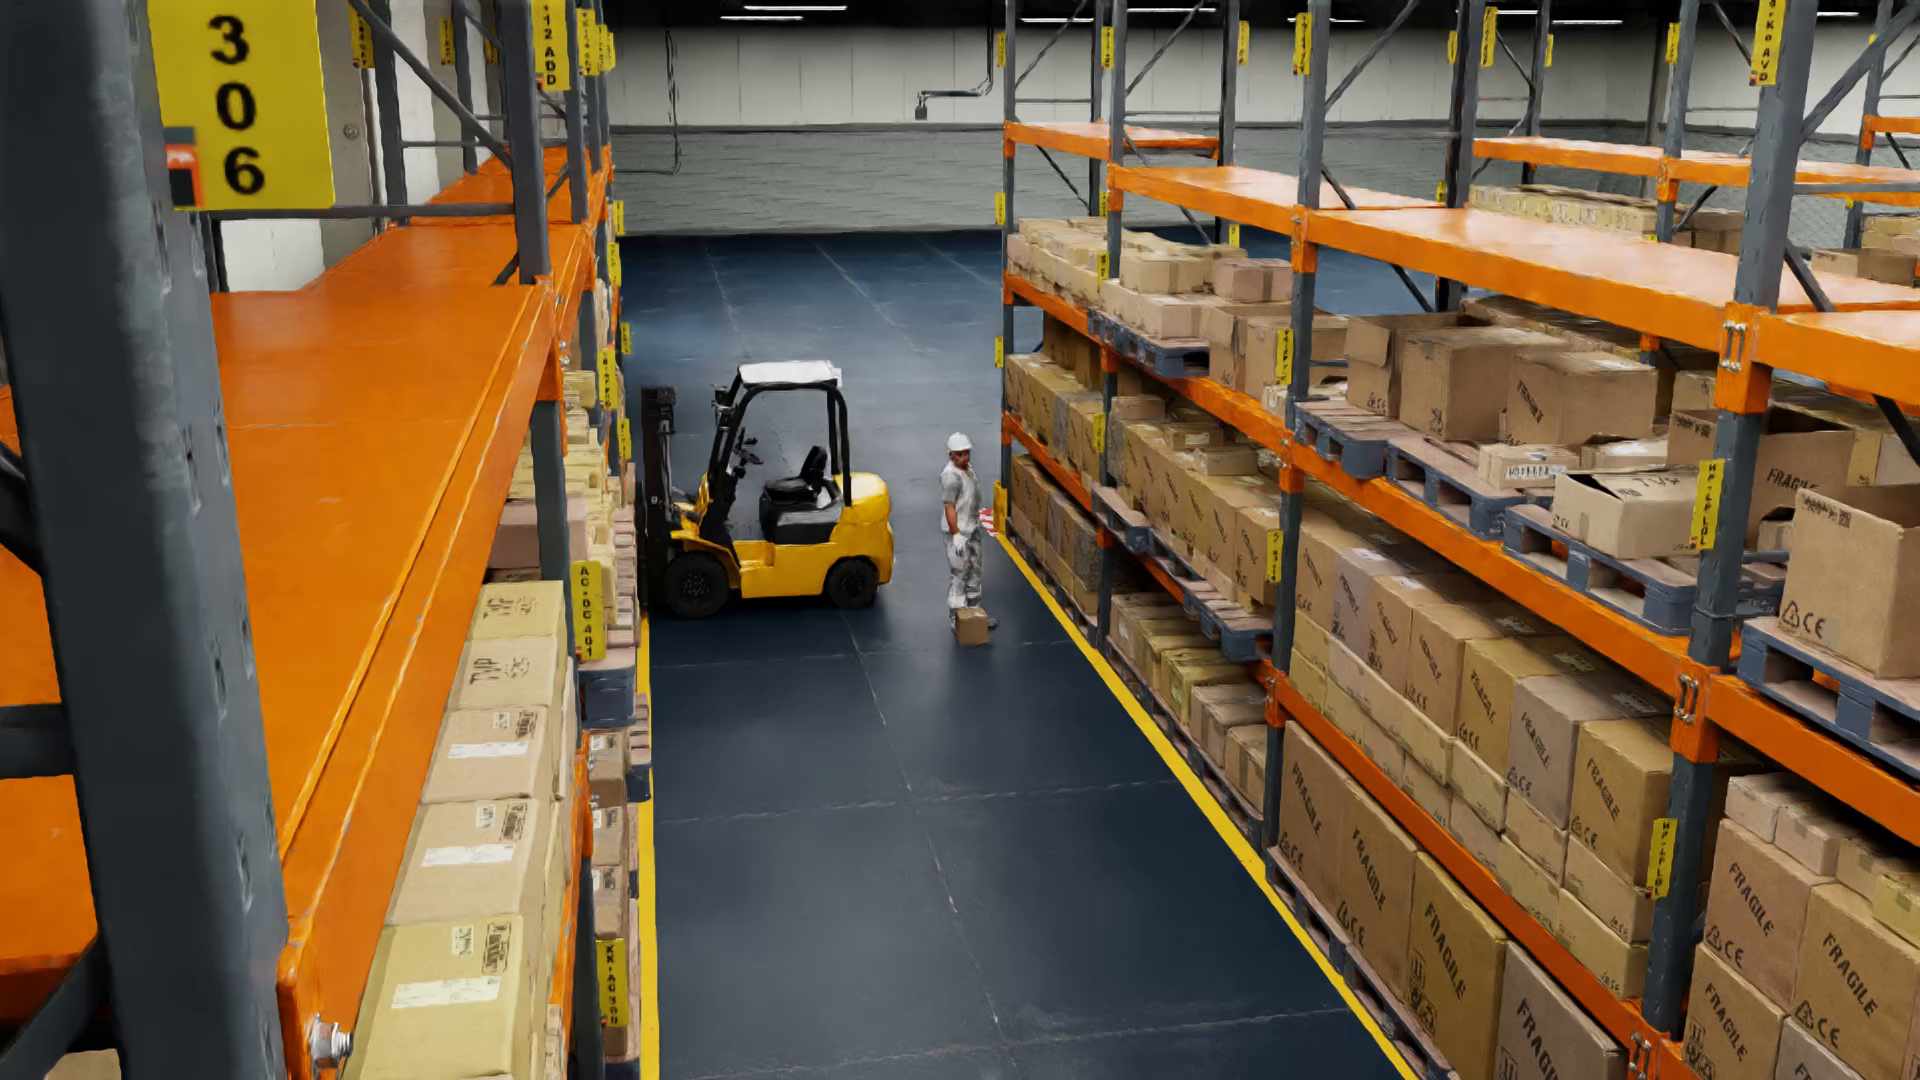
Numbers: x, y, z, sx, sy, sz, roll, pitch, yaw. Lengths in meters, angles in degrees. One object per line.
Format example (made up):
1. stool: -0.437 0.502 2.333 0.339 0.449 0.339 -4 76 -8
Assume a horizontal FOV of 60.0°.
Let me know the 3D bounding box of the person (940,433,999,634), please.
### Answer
1. person: 0.083 -0.069 14.671 0.476 1.790 0.594 6 17 21
